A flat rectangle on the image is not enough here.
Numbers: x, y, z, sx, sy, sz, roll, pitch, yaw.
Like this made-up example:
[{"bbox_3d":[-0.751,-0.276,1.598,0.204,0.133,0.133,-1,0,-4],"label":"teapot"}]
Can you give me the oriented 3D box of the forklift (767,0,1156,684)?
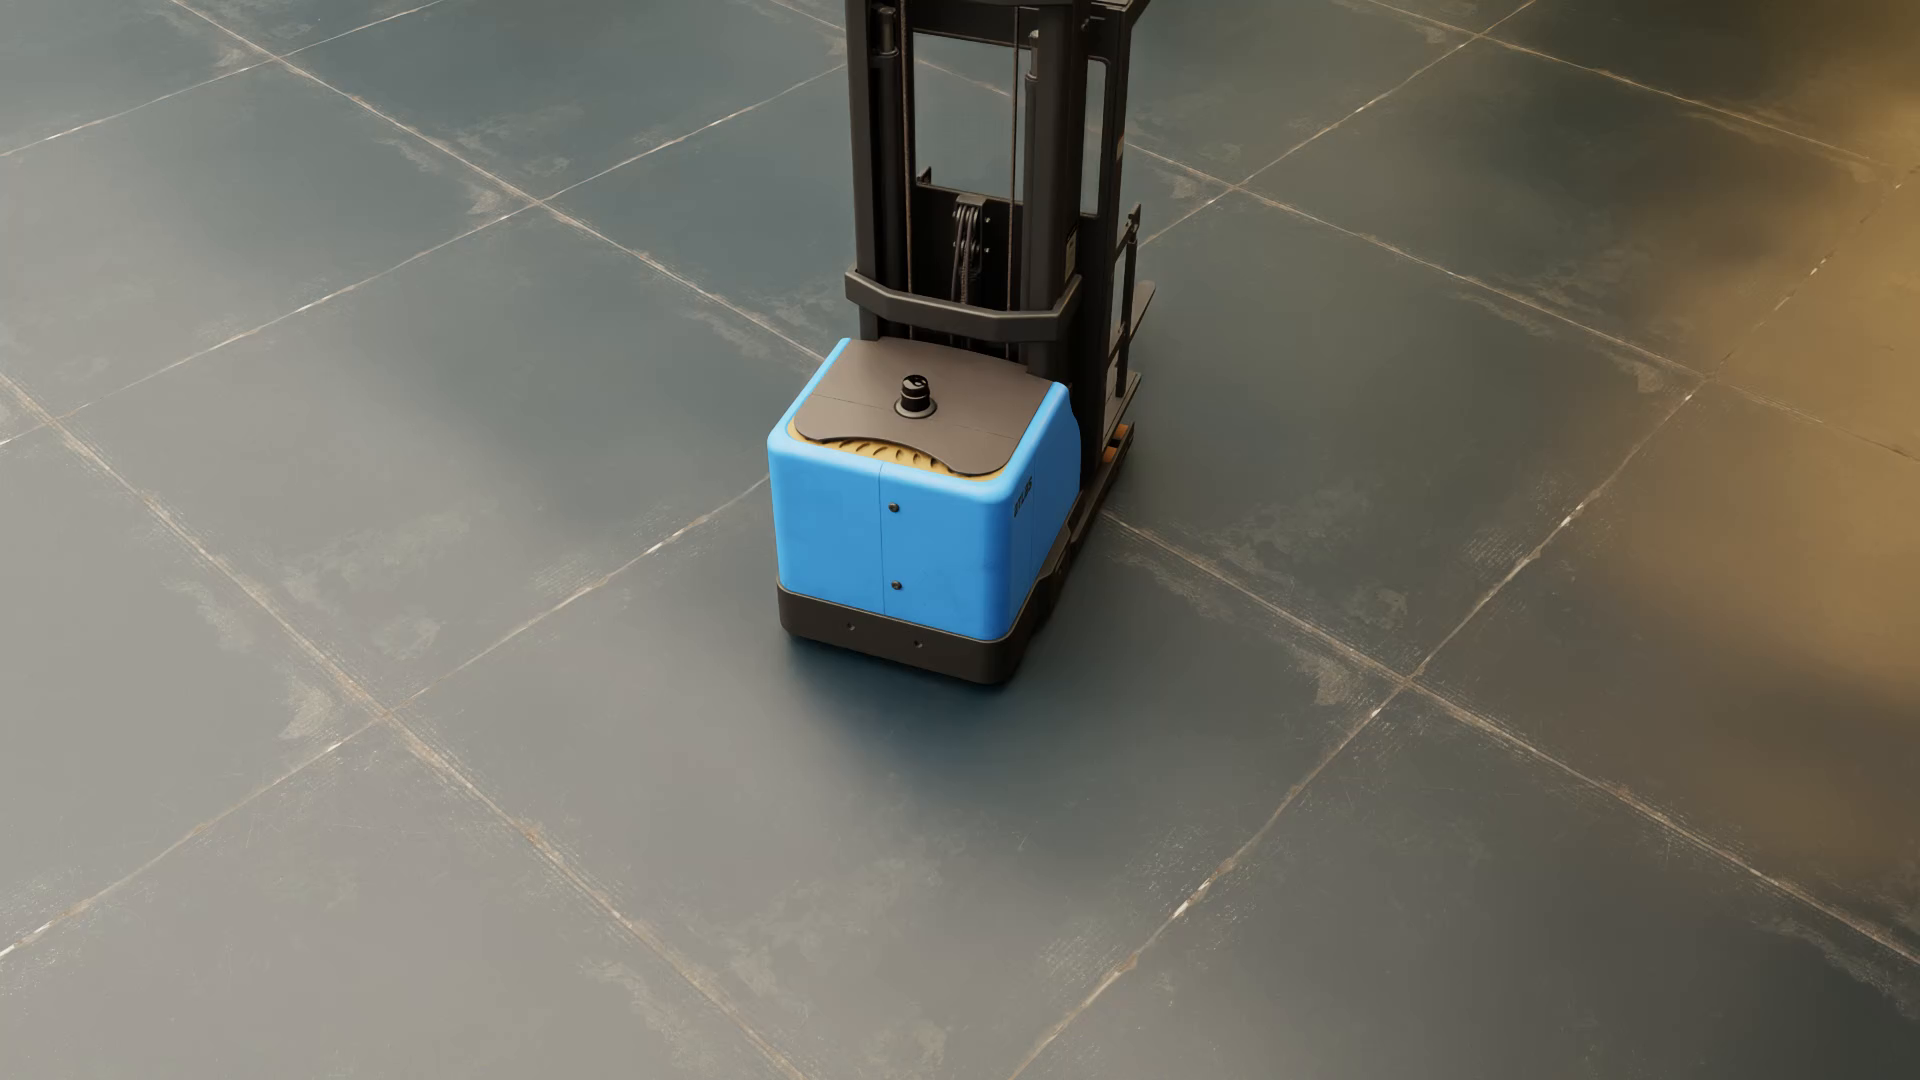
[{"bbox_3d":[0.211,-1.484,7.158,1.130,2.935,3.031,14,42,15],"label":"forklift"}]
